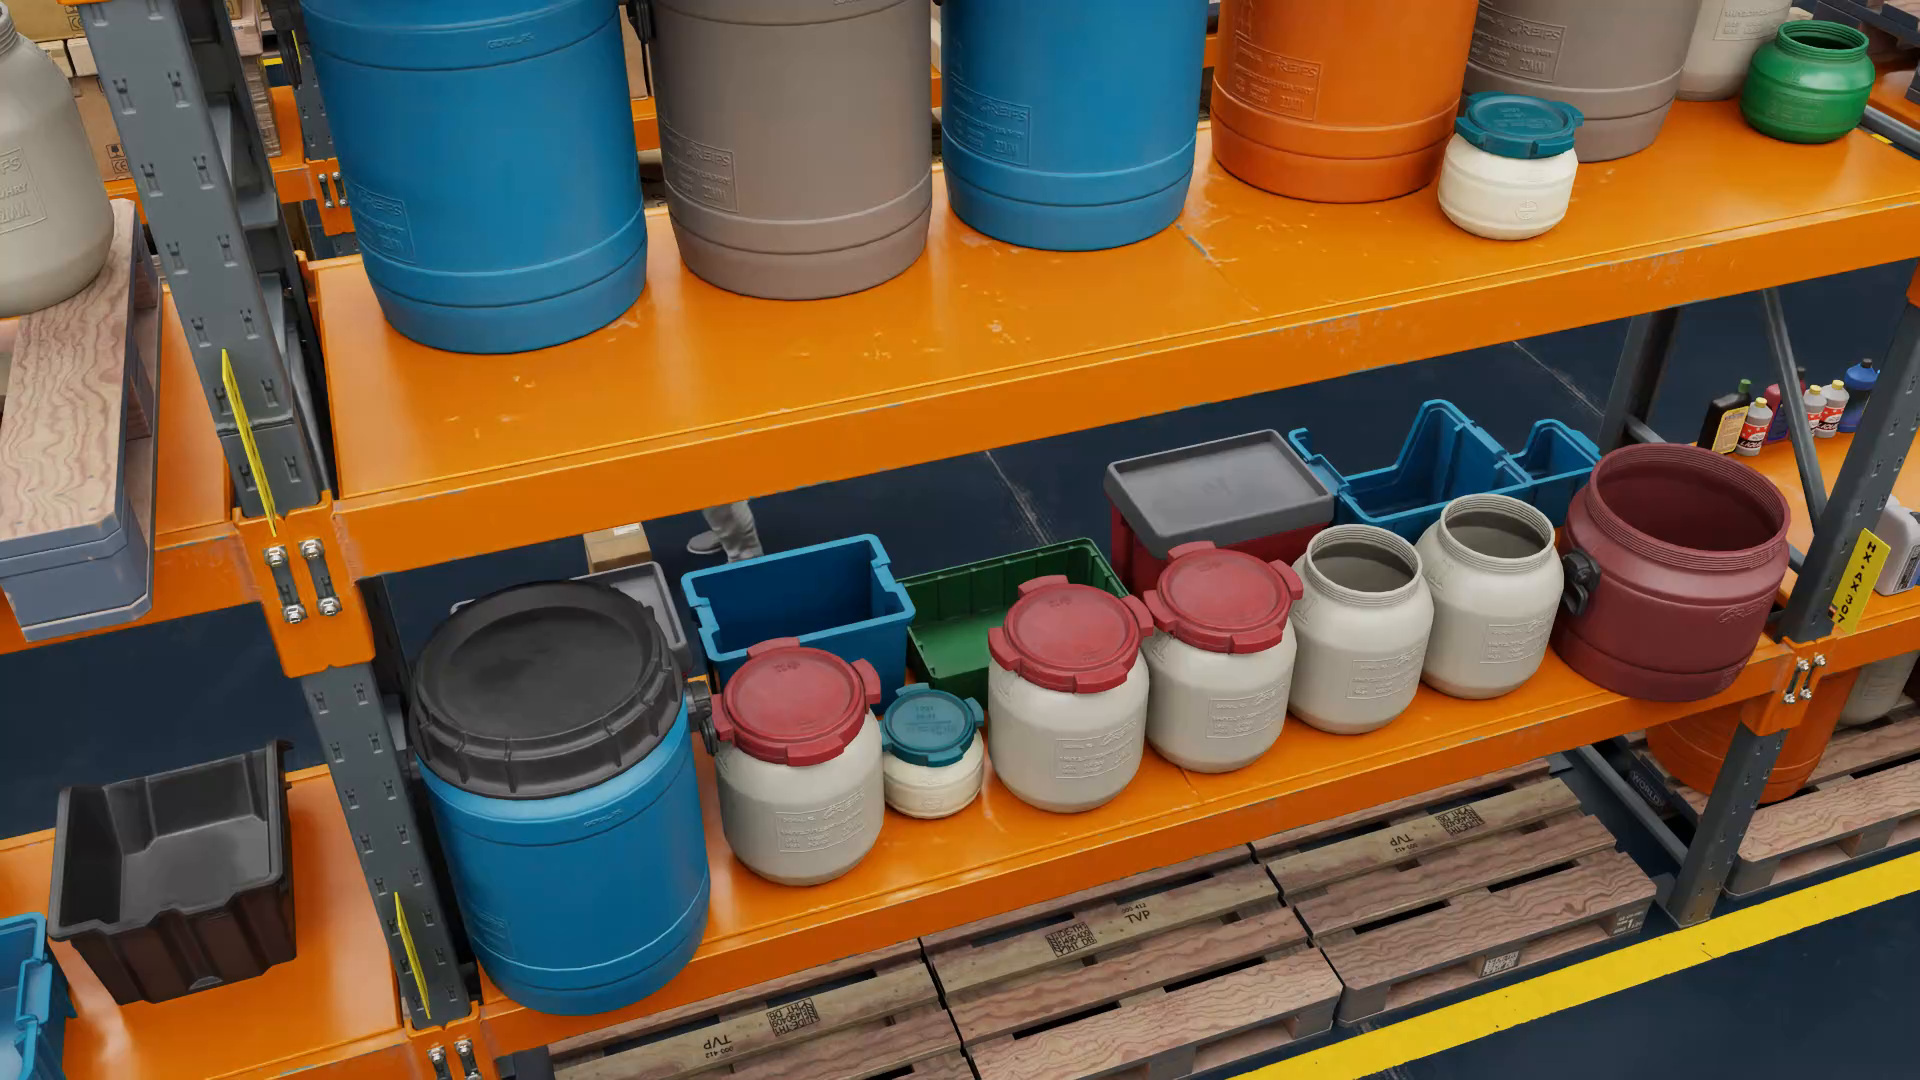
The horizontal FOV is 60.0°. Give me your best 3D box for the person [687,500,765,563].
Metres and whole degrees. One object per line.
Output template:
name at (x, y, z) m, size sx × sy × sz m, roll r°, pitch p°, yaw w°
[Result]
person at (-1.013, -0.533, 6.860) m, size 0.429 × 1.643 × 0.483 m, roll -12°, pitch 39°, yaw -15°
